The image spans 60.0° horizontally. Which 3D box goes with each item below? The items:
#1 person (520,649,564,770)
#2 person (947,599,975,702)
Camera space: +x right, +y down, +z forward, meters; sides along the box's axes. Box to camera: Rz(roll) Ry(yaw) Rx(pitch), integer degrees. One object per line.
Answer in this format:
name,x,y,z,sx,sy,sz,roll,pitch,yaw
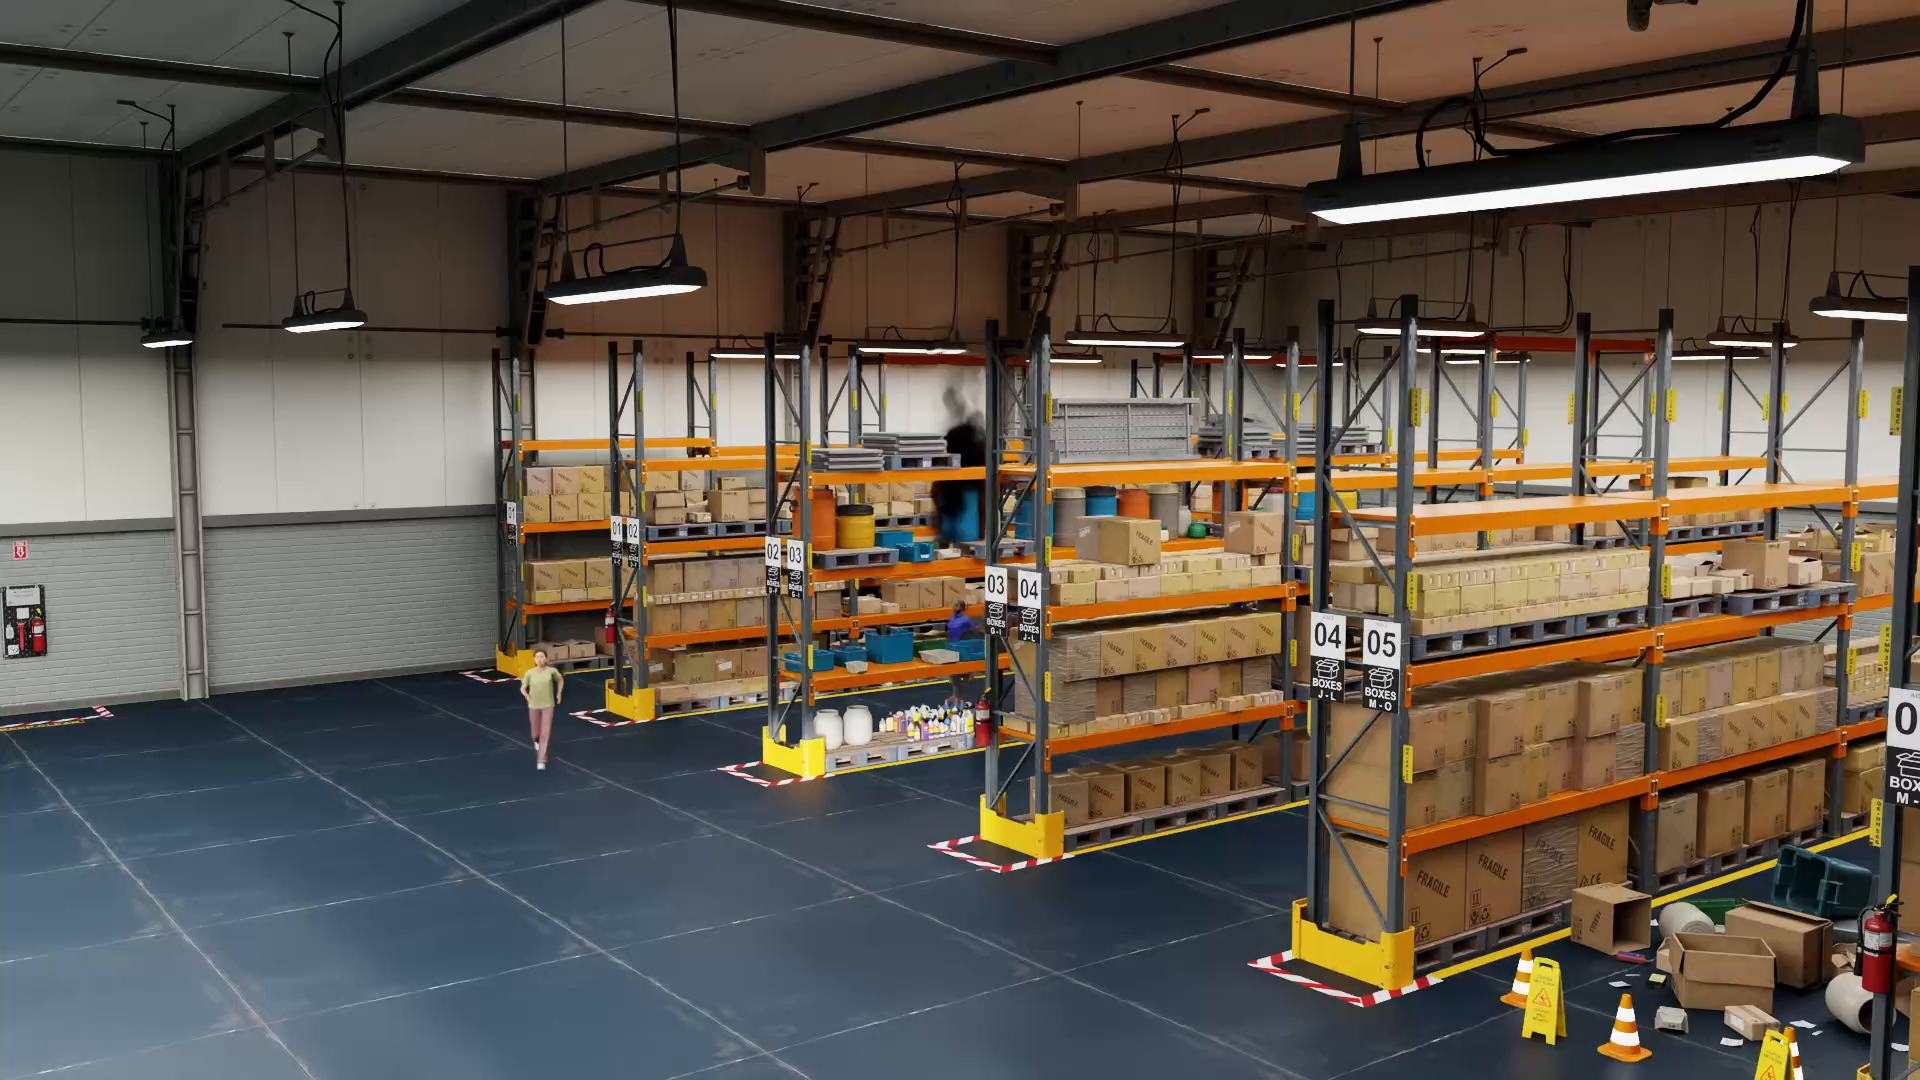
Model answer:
person,-5.795,2.329,23.091,0.593,1.639,0.901,-1,5,-12
person,0.017,1.755,26.570,0.577,1.615,0.582,-5,7,-43
